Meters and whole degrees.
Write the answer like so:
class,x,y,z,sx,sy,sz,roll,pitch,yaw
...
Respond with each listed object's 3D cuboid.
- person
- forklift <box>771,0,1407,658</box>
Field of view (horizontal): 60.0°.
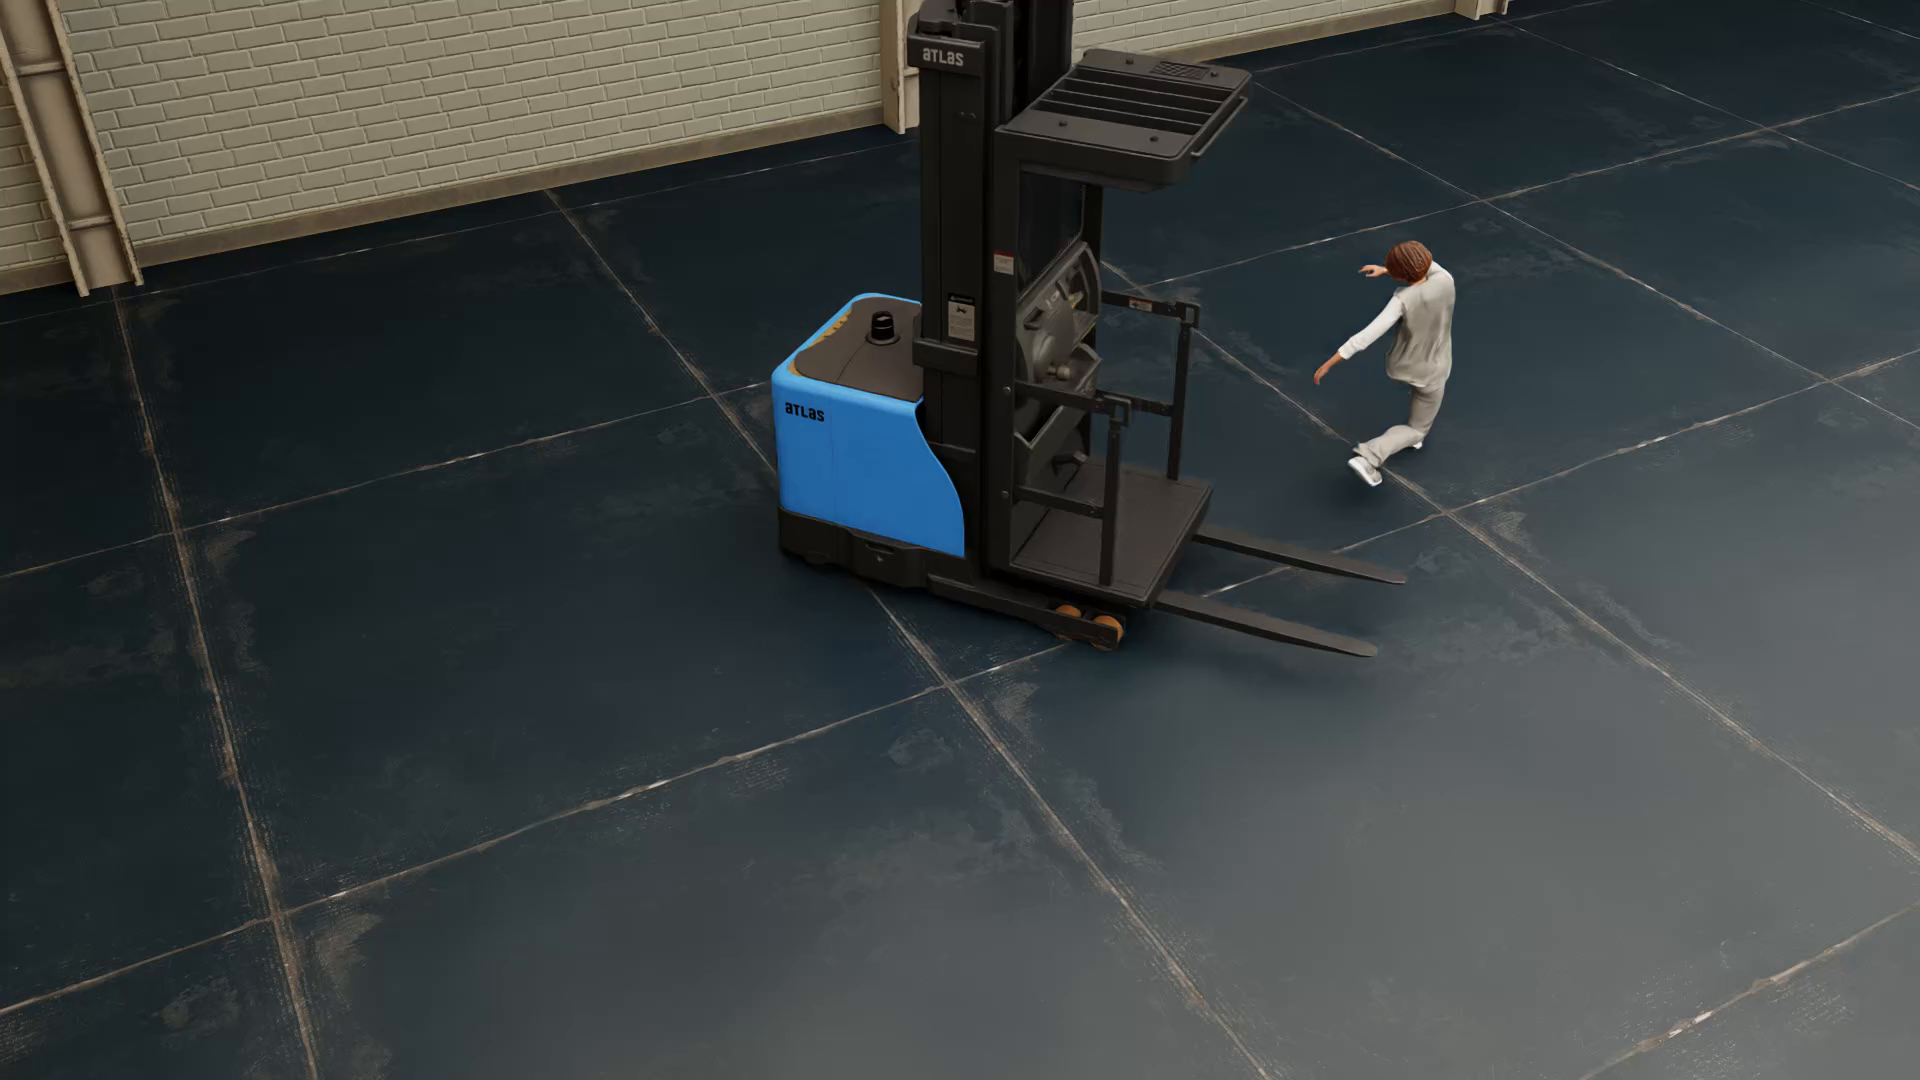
class,x,y,z,sx,sy,sz,roll,pitch,yaw
person,2.281,-0.969,8.868,0.650,1.363,0.870,14,38,19
forklift,0.641,-1.021,7.568,3.031,2.935,1.130,15,38,20
